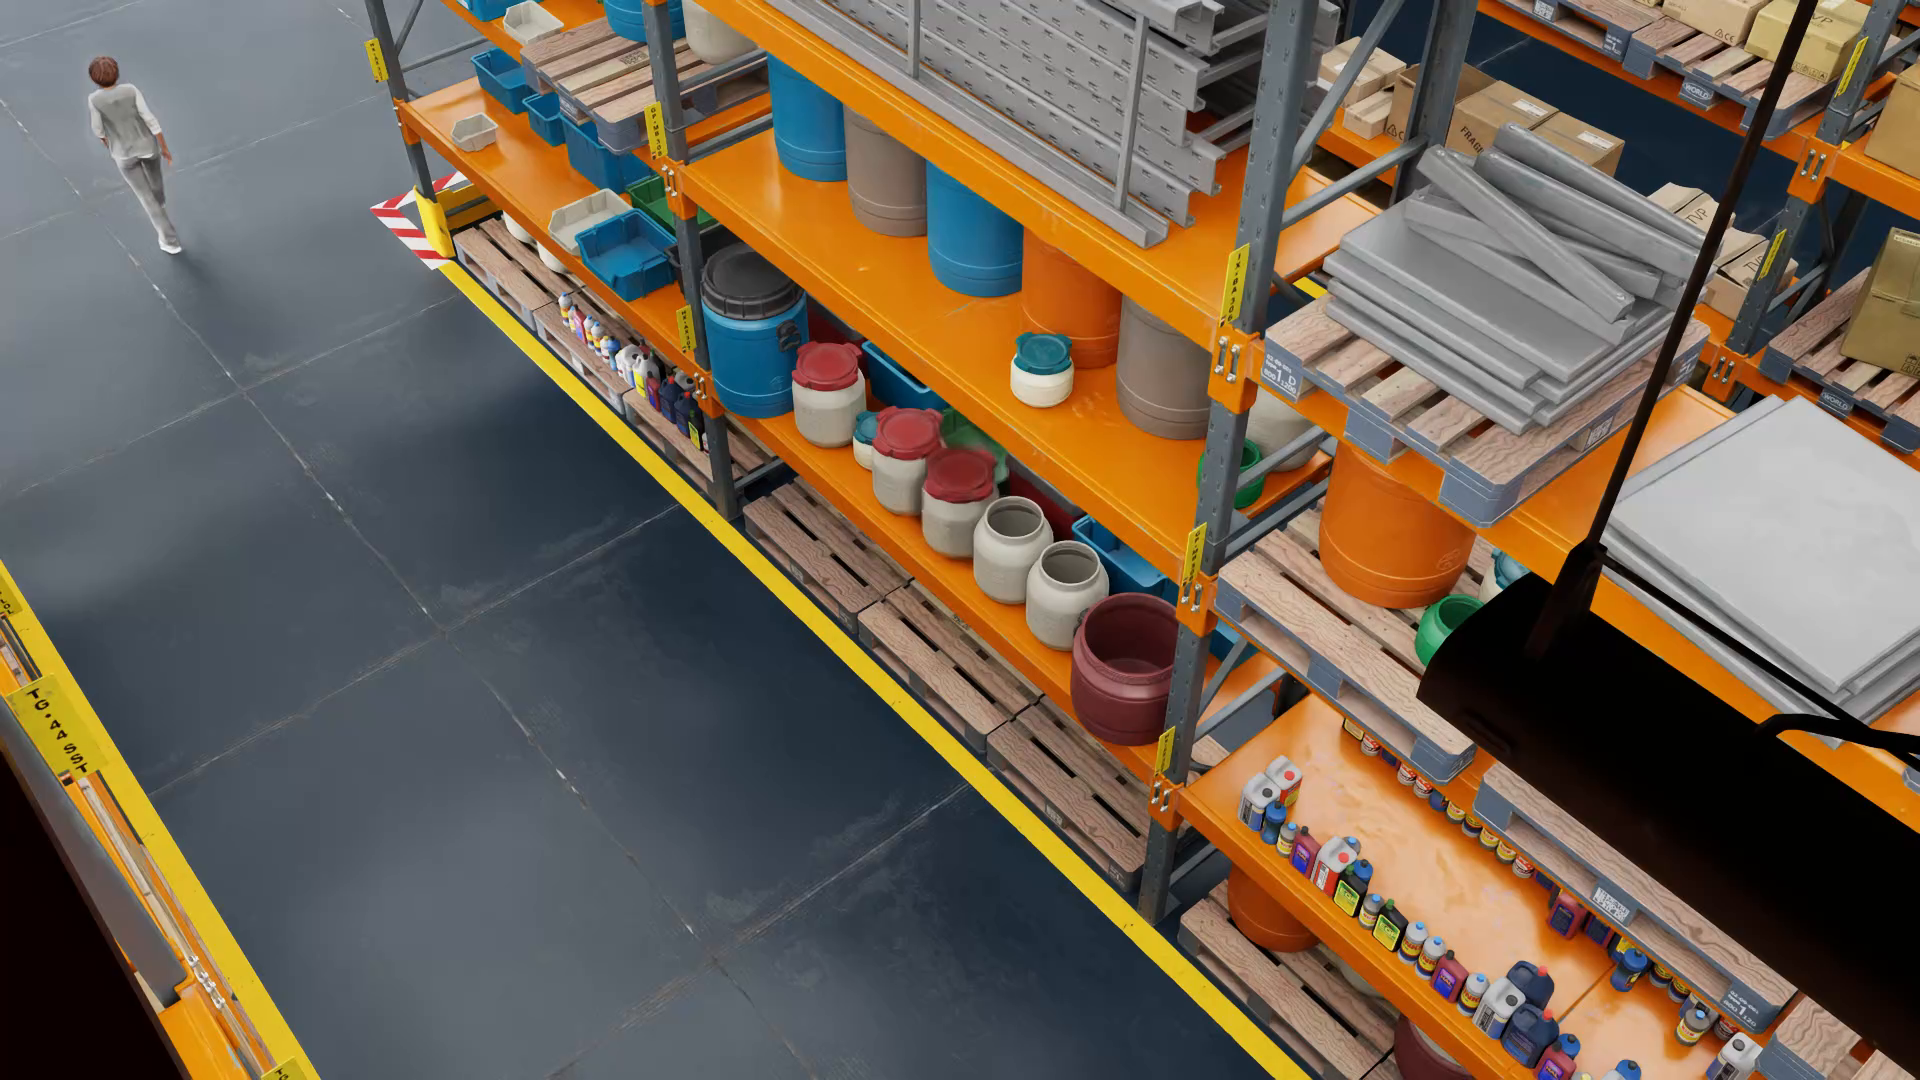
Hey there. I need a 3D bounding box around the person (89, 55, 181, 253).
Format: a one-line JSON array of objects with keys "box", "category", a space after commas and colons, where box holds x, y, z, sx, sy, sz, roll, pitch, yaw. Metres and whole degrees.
[{"box": [-6.363, -3.043, 12.780, 0.436, 1.544, 0.932, -27, 52, -23], "category": "person"}]
